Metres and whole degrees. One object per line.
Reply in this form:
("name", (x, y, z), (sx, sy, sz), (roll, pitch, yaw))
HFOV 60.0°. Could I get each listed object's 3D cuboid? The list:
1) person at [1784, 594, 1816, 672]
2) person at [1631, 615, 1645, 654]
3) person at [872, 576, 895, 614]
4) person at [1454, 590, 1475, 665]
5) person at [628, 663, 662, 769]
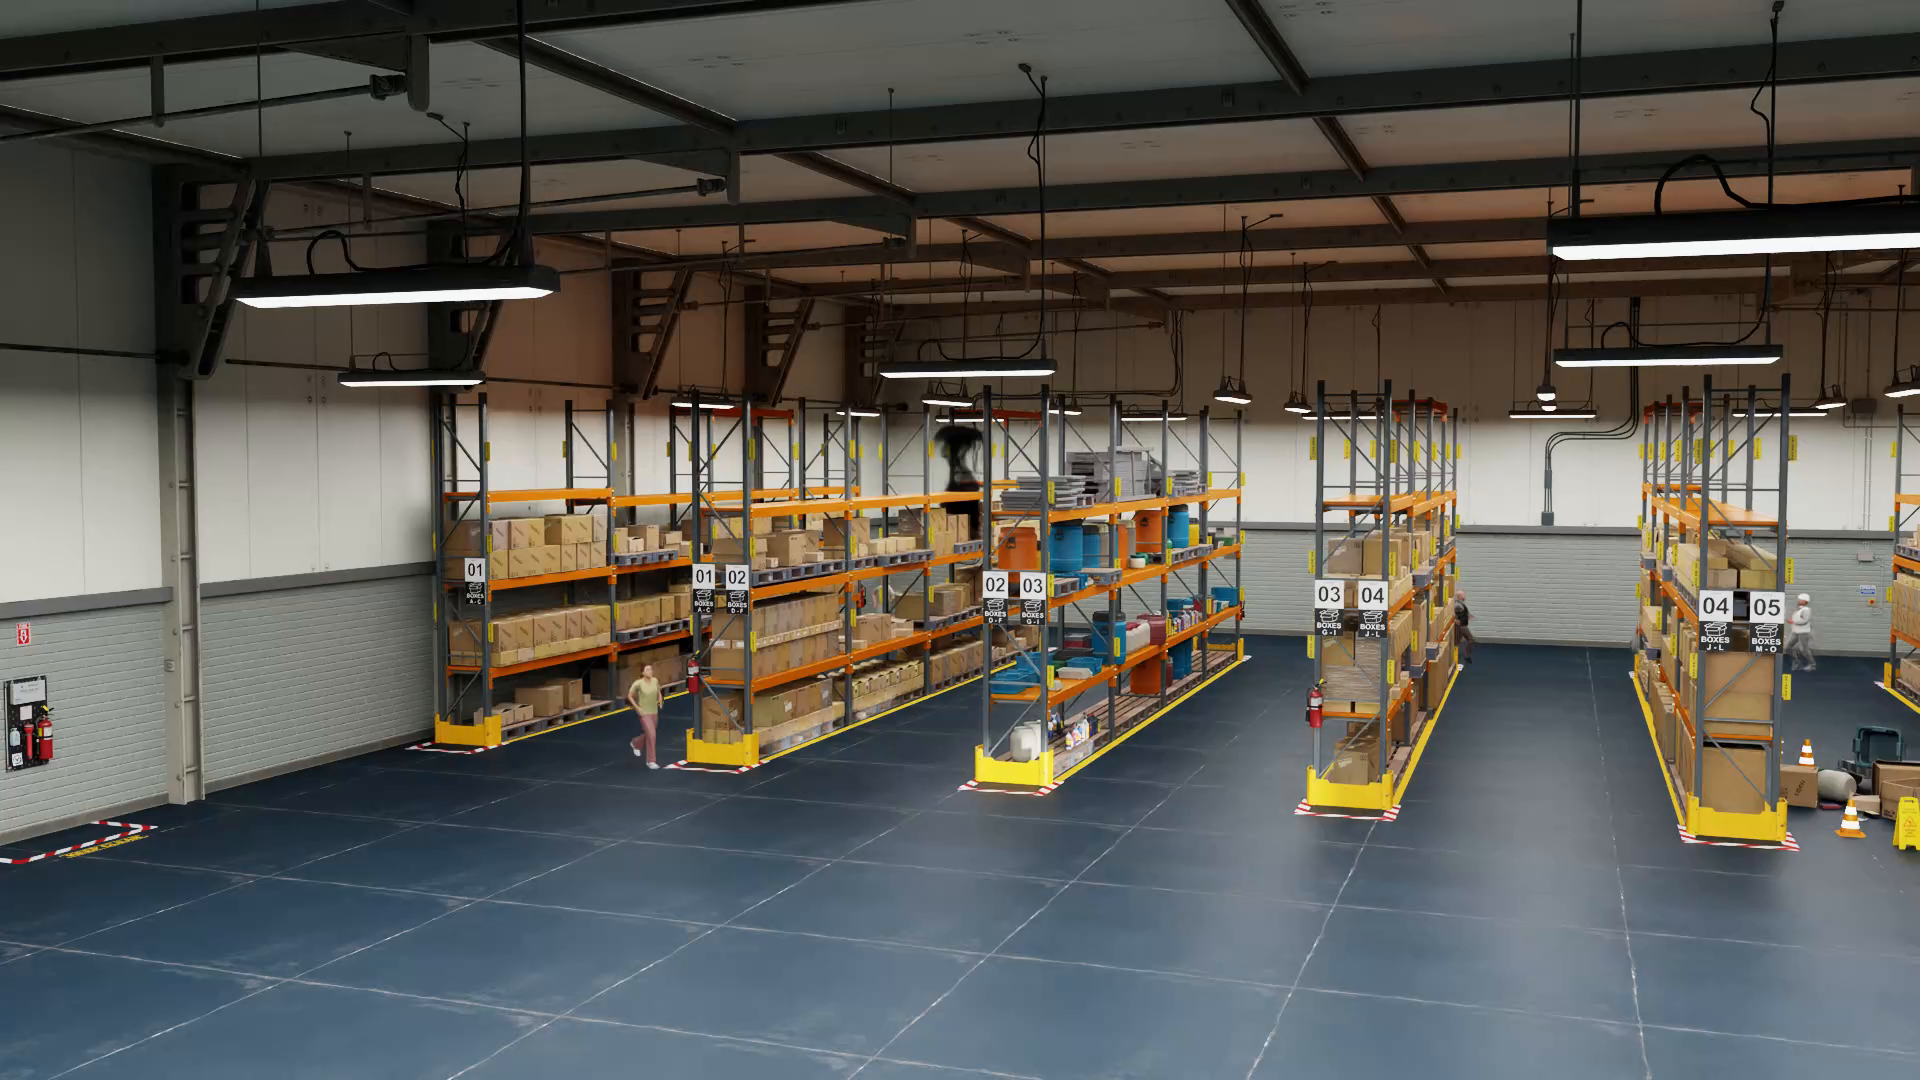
("person", (19.059, 2.114, 37.727), (0.717, 1.796, 0.626), (0, 3, -2))
("person", (15.622, 2.157, 37.956), (0.541, 1.642, 0.562), (-1, 3, -20))
("person", (-1.887, 1.723, 40.951), (0.586, 1.693, 0.815), (0, 3, 6))
("person", (11.775, 2.071, 39.211), (0.733, 1.770, 0.739), (1, 3, 19))
("person", (-5.027, 2.775, 26.462), (0.577, 1.678, 0.765), (-3, 4, -44))
